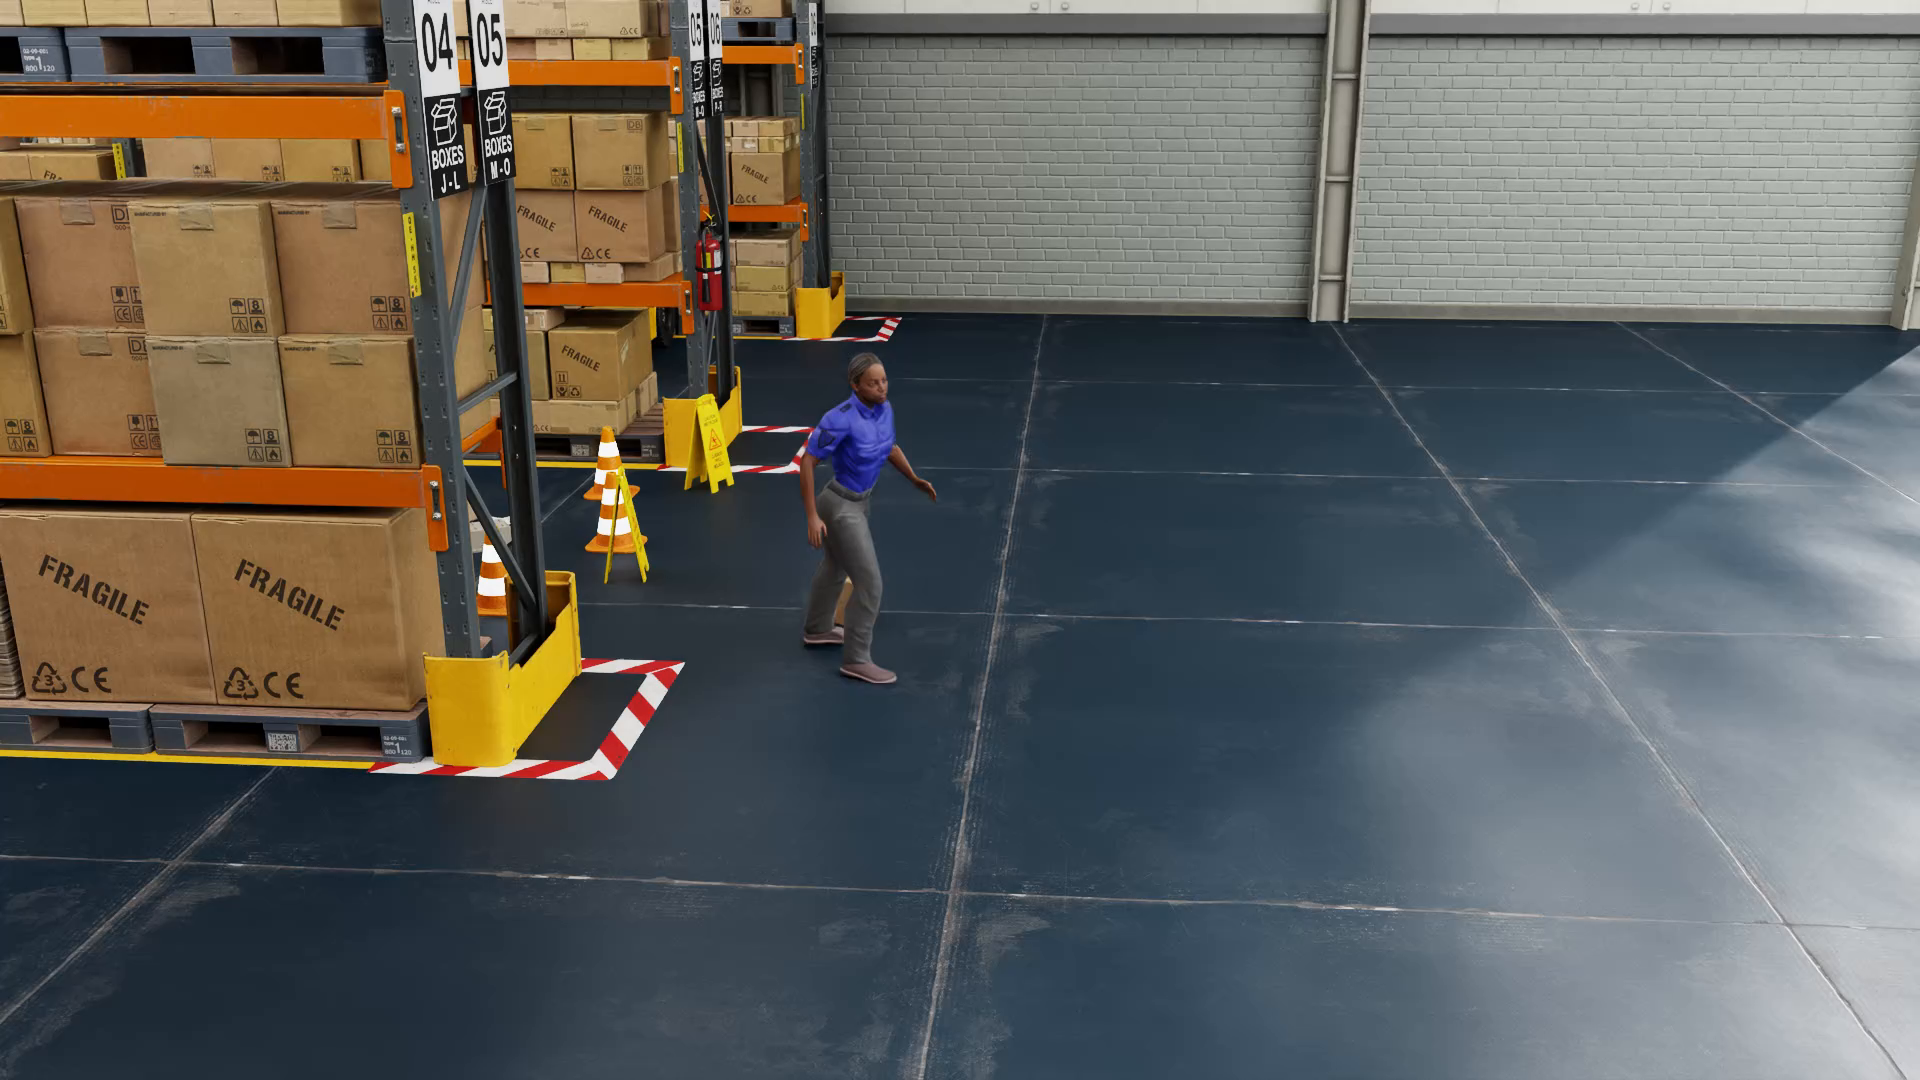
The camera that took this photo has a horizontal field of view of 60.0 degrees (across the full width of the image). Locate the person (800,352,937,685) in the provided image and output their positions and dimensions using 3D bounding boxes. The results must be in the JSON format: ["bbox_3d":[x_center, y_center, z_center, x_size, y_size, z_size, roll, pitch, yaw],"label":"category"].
[{"bbox_3d":[-0.492,-0.137,8.085,0.761,1.612,0.649,6,18,17],"label":"person"}]
